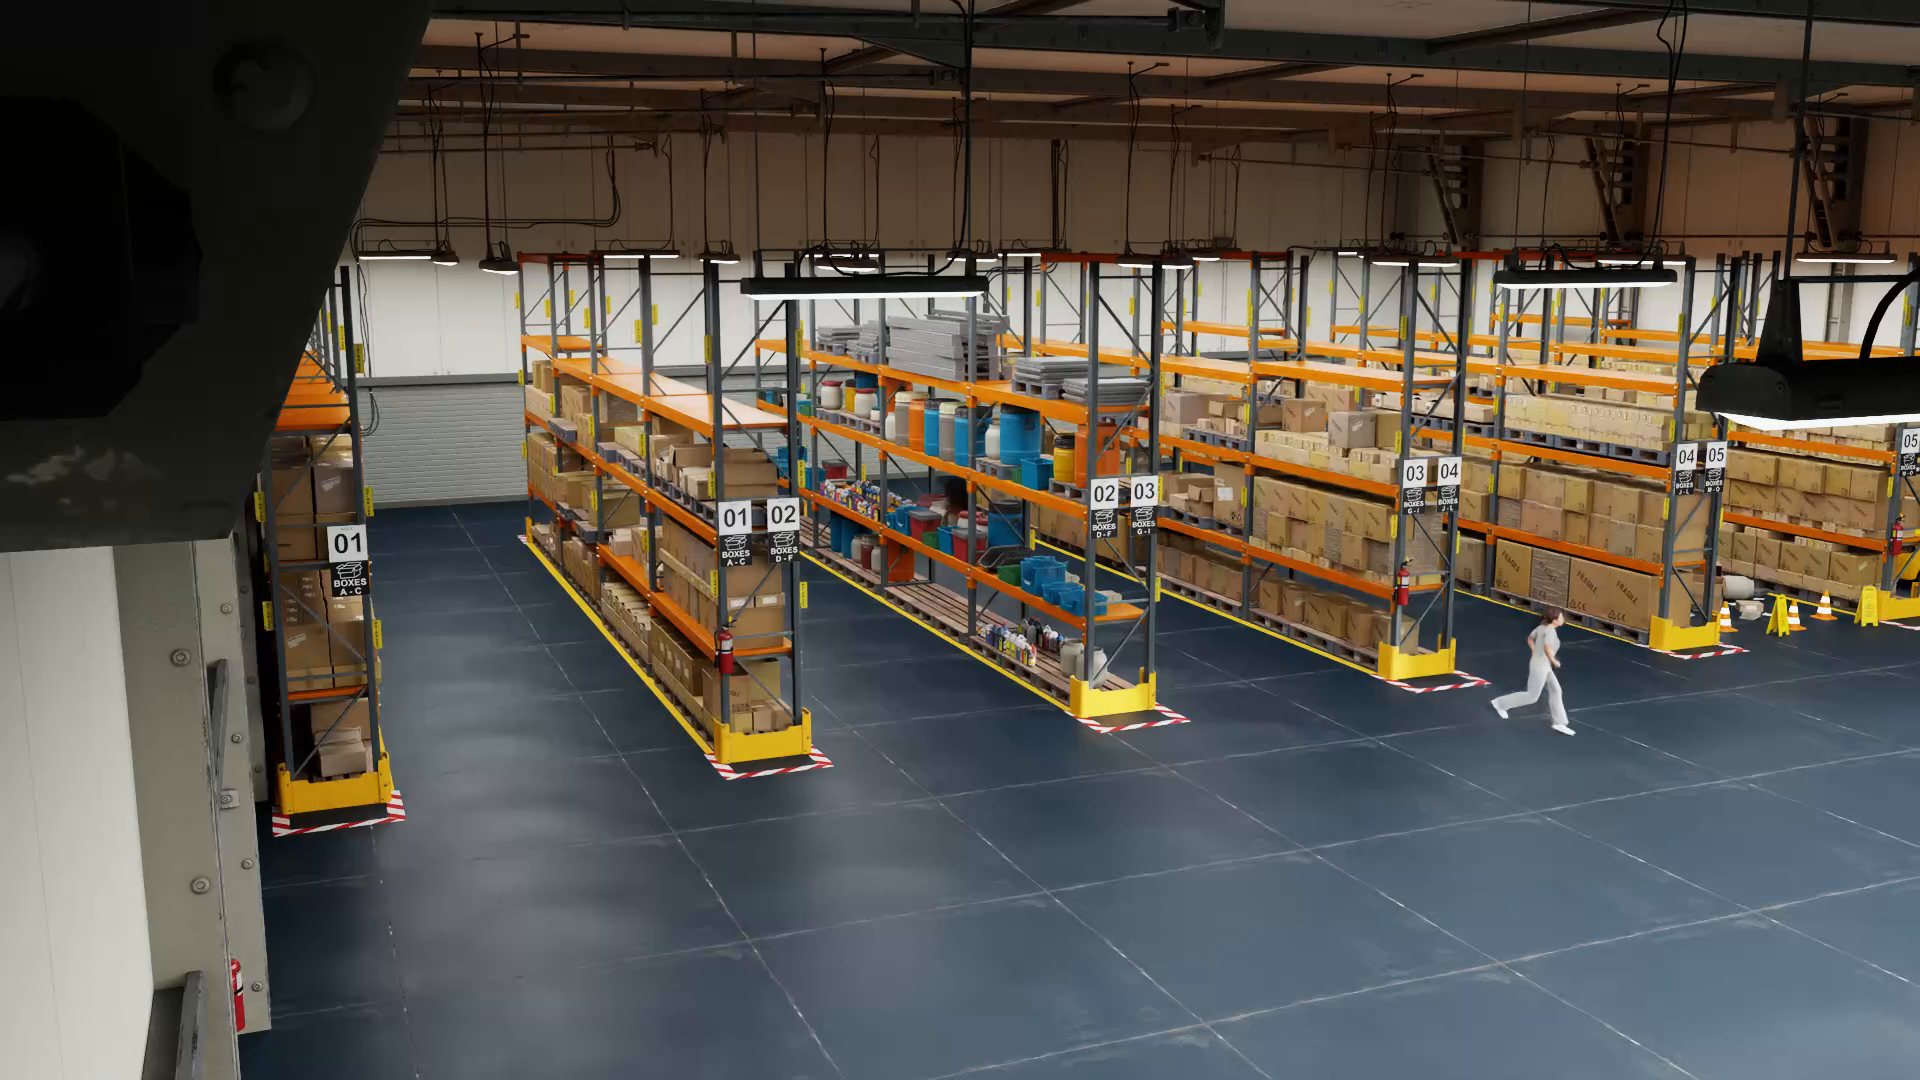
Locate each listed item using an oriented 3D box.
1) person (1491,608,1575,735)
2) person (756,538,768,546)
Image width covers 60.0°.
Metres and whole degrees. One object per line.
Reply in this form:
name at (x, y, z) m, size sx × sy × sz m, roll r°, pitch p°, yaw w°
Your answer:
person at (7.399, 1.681, 21.366) m, size 1.060 × 1.658 × 0.564 m, roll 2°, pitch 11°, yaw 10°
person at (-3.828, -0.244, 31.663) m, size 0.653 × 1.704 × 0.880 m, roll -5°, pitch 11°, yaw -24°
